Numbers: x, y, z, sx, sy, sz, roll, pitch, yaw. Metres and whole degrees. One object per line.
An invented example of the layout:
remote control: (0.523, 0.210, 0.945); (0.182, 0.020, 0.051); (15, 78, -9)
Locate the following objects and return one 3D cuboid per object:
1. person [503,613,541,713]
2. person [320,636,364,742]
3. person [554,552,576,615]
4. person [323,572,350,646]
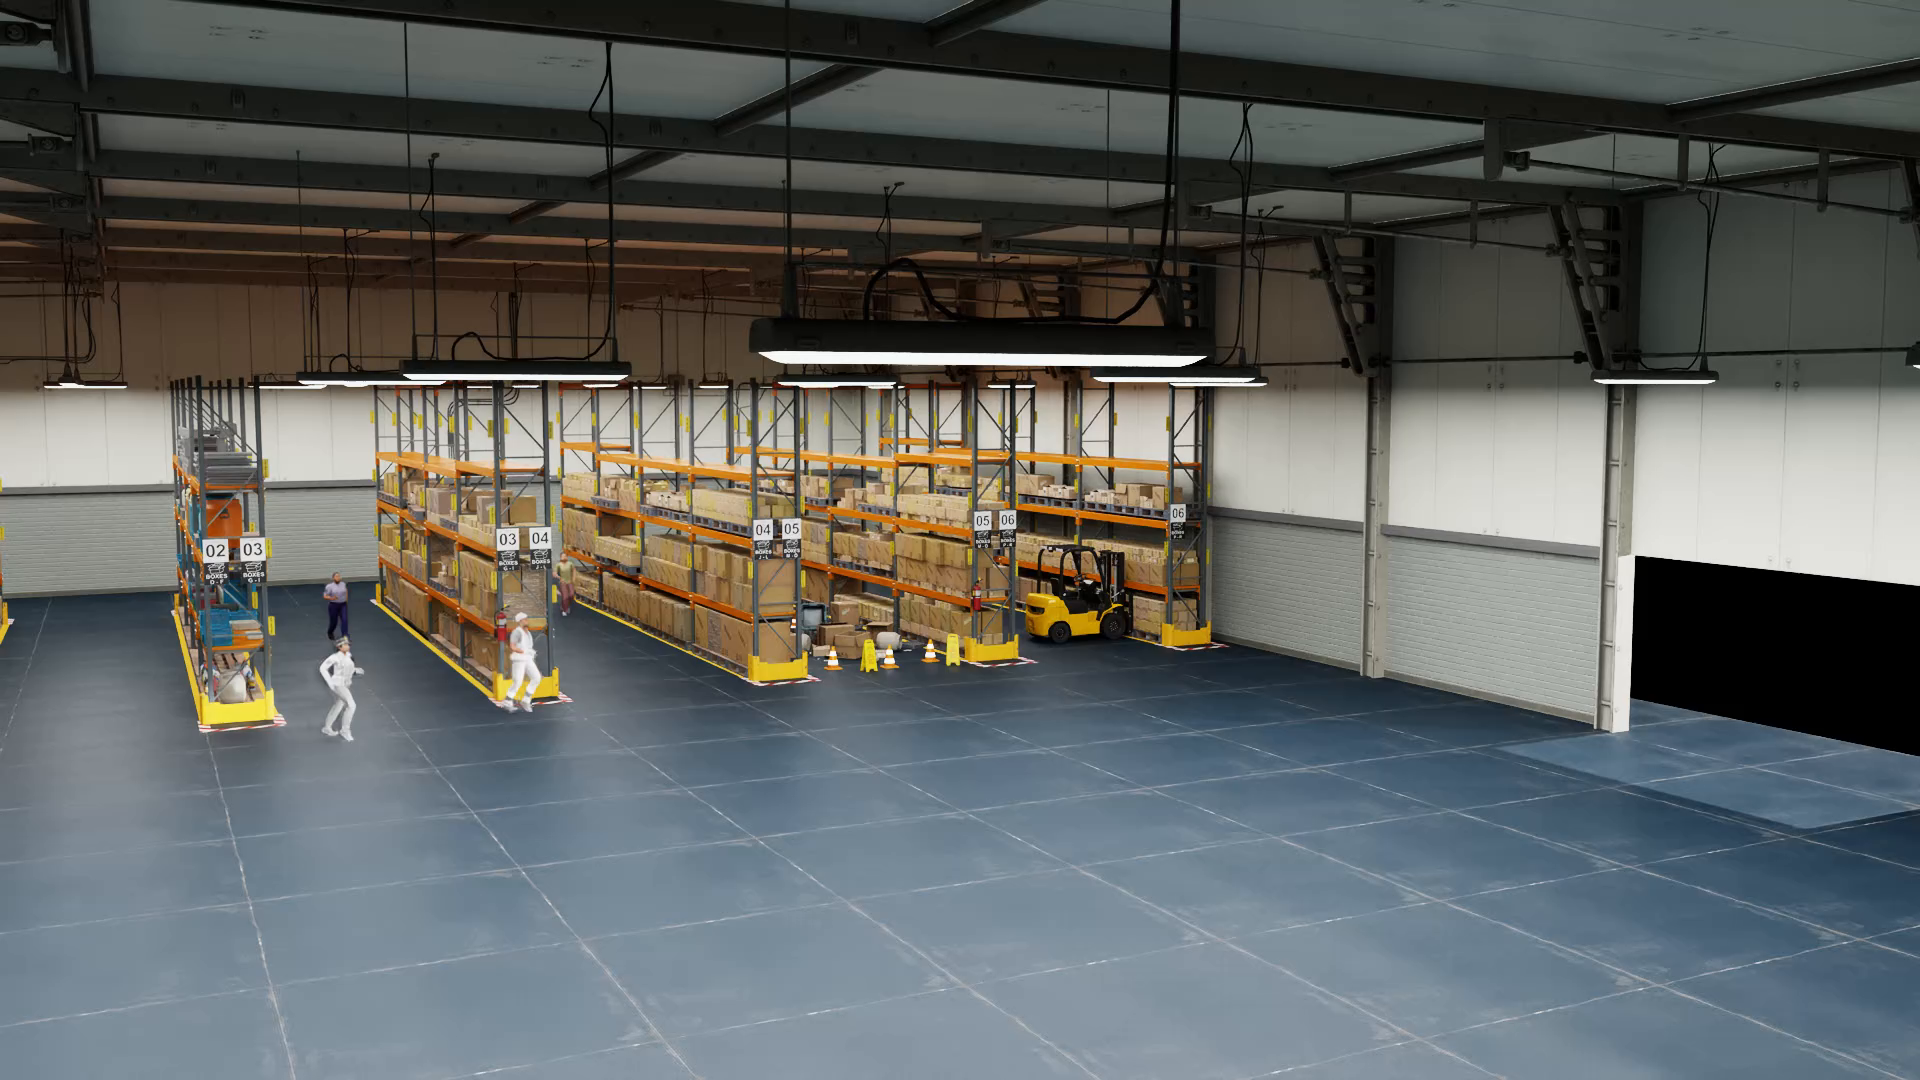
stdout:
person: (-7.811, 2.186, 29.769); (0.658, 1.773, 0.662); (2, 5, 20)
person: (-10.210, 2.445, 27.441); (0.746, 1.744, 0.603); (1, 5, 6)
person: (-10.093, 1.121, 42.586); (0.591, 1.626, 0.574); (-2, 6, -25)
person: (-14.091, 1.544, 37.640); (0.606, 1.646, 0.925); (-4, 7, -39)
